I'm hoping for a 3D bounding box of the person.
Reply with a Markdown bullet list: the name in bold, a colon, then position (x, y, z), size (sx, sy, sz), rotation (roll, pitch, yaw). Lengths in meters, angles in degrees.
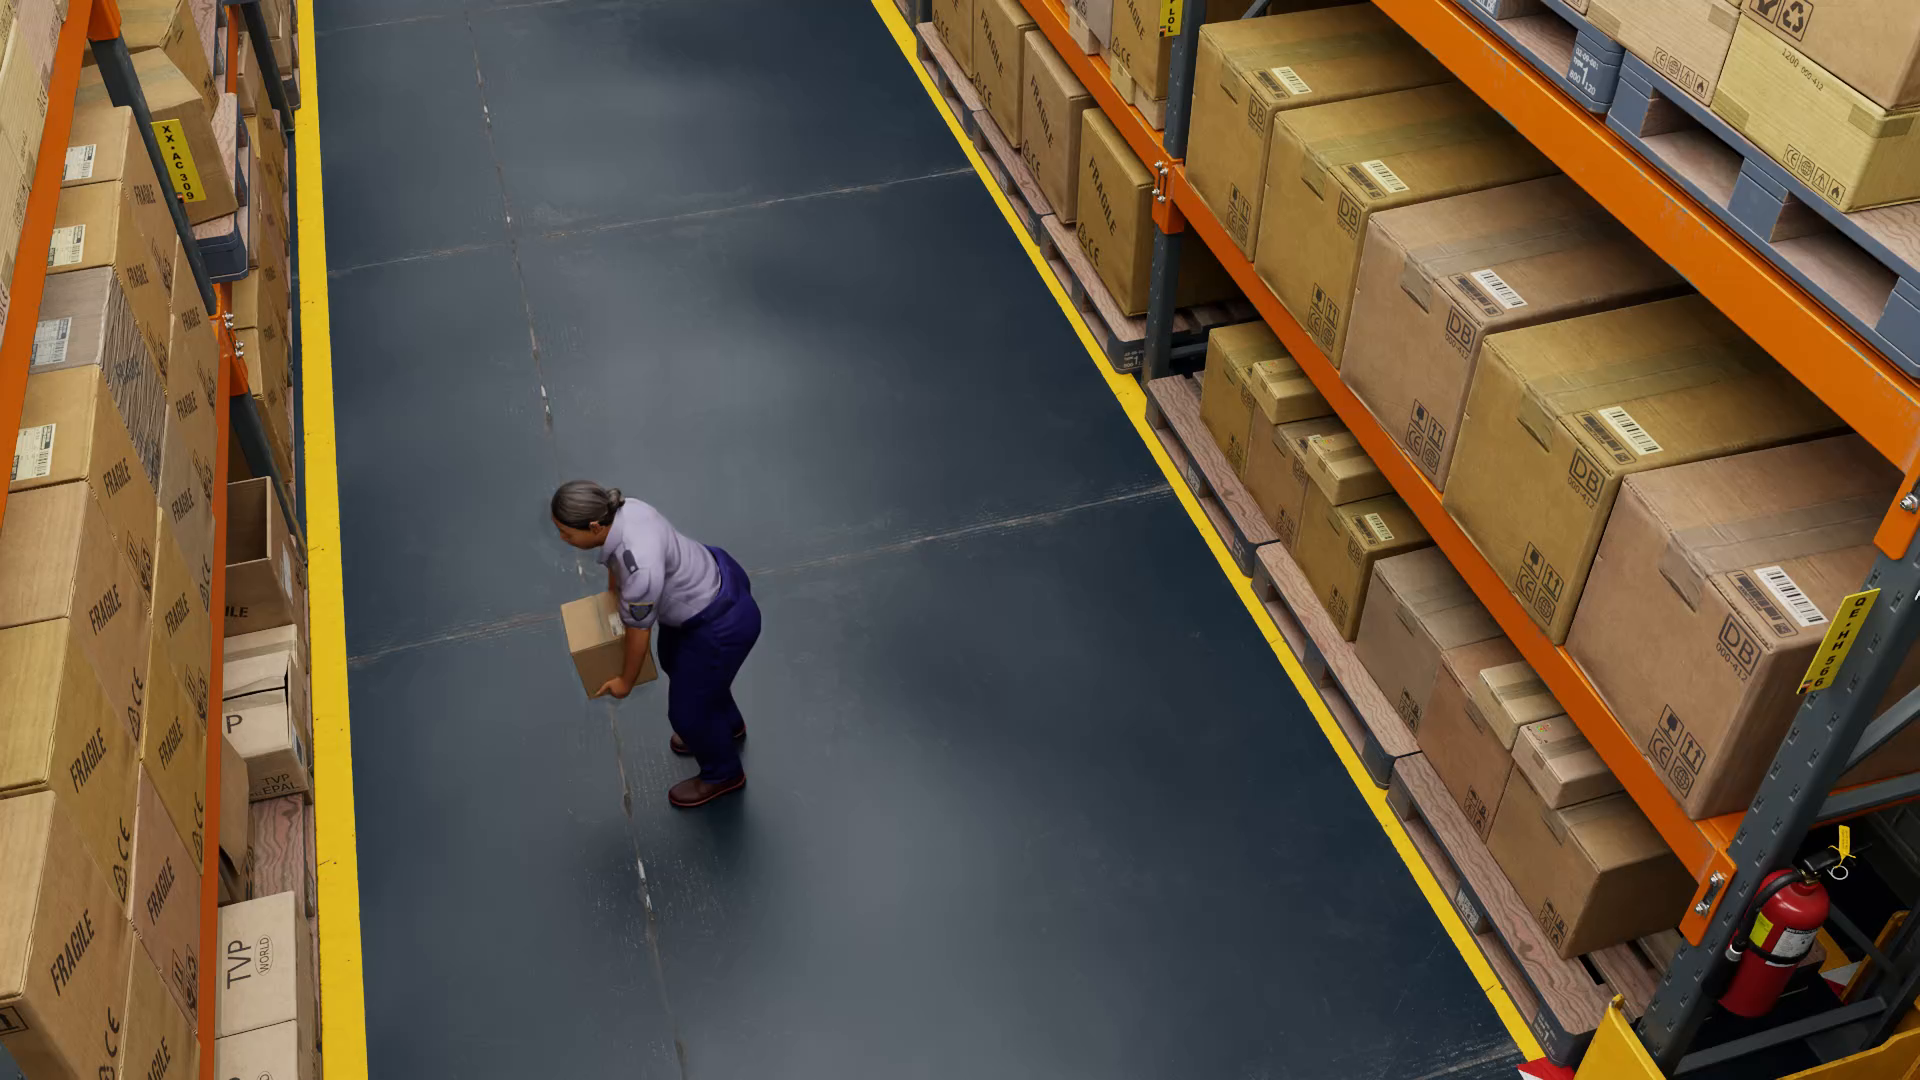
- **person**: position (-1.029, 0.328, 5.911), size (0.633, 1.525, 0.446), rotation (-13, 44, -14)
